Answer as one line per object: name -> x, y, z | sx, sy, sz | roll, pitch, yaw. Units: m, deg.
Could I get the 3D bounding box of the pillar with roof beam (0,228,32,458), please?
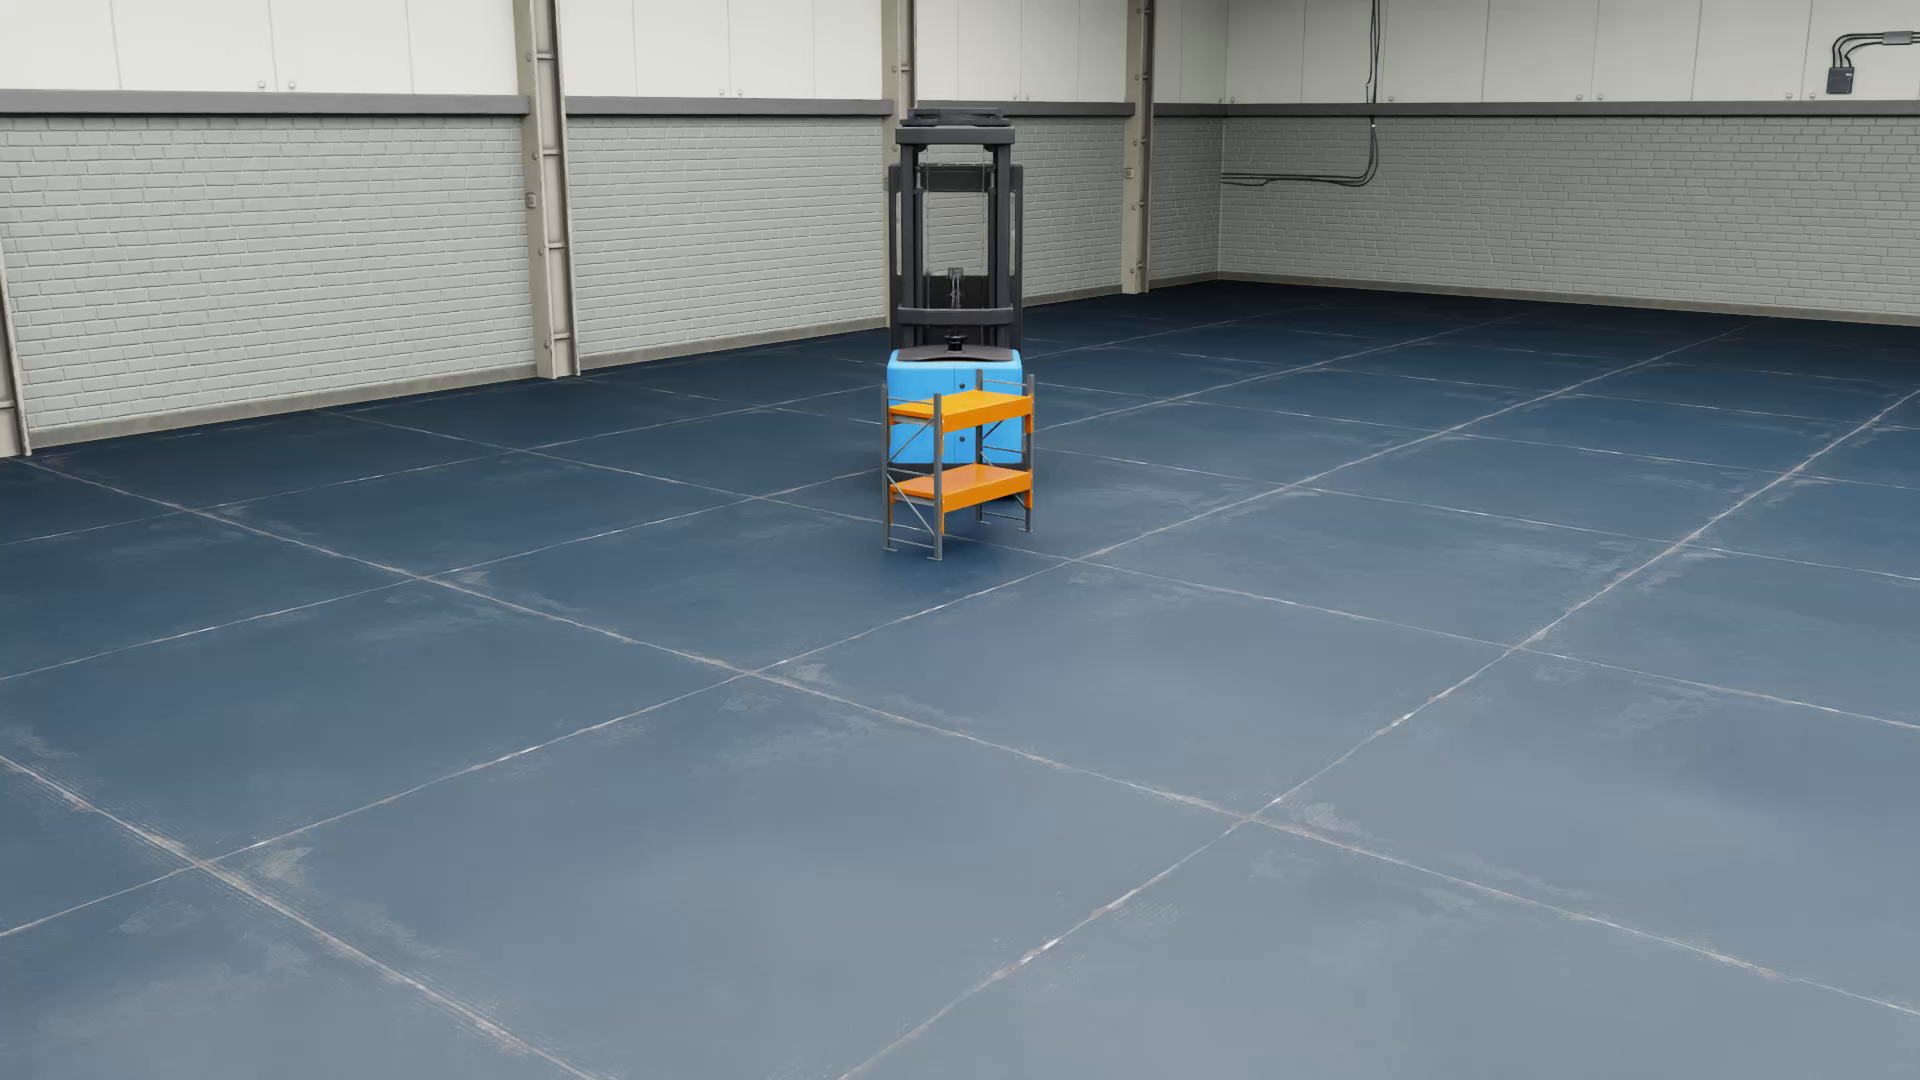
pillar with roof beam -> -5.018, -4.427, 10.774 | 9.100, 9.000, 0.400 | 11, 18, 38

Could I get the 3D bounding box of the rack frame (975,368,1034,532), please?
rack frame -> 0.315, -0.641, 11.863 | 0.500, 1.125, 0.032 | 11, 18, 38

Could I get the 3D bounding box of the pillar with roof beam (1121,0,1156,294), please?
pillar with roof beam -> 6.295, -7.874, 24.343 | 9.100, 9.000, 0.400 | 11, 18, 38

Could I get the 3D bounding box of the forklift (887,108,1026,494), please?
forklift -> -0.033, -2.074, 13.836 | 1.130, 2.935, 3.031 | 0, 14, 0

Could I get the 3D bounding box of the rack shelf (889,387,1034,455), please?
rack shelf -> -0.004, -0.828, 11.407 | 0.538, 0.278, 1.000 | 11, 18, 38

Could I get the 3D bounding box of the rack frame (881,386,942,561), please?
rack frame -> -0.324, -0.447, 11.096 | 0.500, 1.125, 0.032 | 11, 18, 38

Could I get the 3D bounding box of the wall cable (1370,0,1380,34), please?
wall cable -> 7.931, -9.424, 26.493 | 3.097, 2.526, 0.112 | 11, 18, 38

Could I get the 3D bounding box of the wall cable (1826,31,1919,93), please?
wall cable -> 13.201, -9.076, 22.167 | 2.305, 6.003, 0.169 | 11, 18, 38

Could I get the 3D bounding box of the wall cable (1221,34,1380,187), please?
wall cable -> 5.827, -7.395, 28.763 | 3.097, 2.526, 0.112 | 11, 18, 38

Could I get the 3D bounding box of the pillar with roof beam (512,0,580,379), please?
pillar with roof beam -> -1.247, -5.576, 15.297 | 9.100, 9.000, 0.400 | 11, 18, 38

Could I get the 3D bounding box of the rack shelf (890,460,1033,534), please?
rack shelf -> -0.004, -0.307, 11.540 | 0.538, 0.278, 1.000 | 11, 18, 38

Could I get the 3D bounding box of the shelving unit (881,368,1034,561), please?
shelving unit -> -0.004, -0.544, 11.479 | 0.538, 1.125, 1.048 | 11, 18, 38

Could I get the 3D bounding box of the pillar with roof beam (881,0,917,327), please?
pillar with roof beam -> 2.524, -6.725, 19.820 | 9.100, 9.000, 0.400 | 11, 18, 38
